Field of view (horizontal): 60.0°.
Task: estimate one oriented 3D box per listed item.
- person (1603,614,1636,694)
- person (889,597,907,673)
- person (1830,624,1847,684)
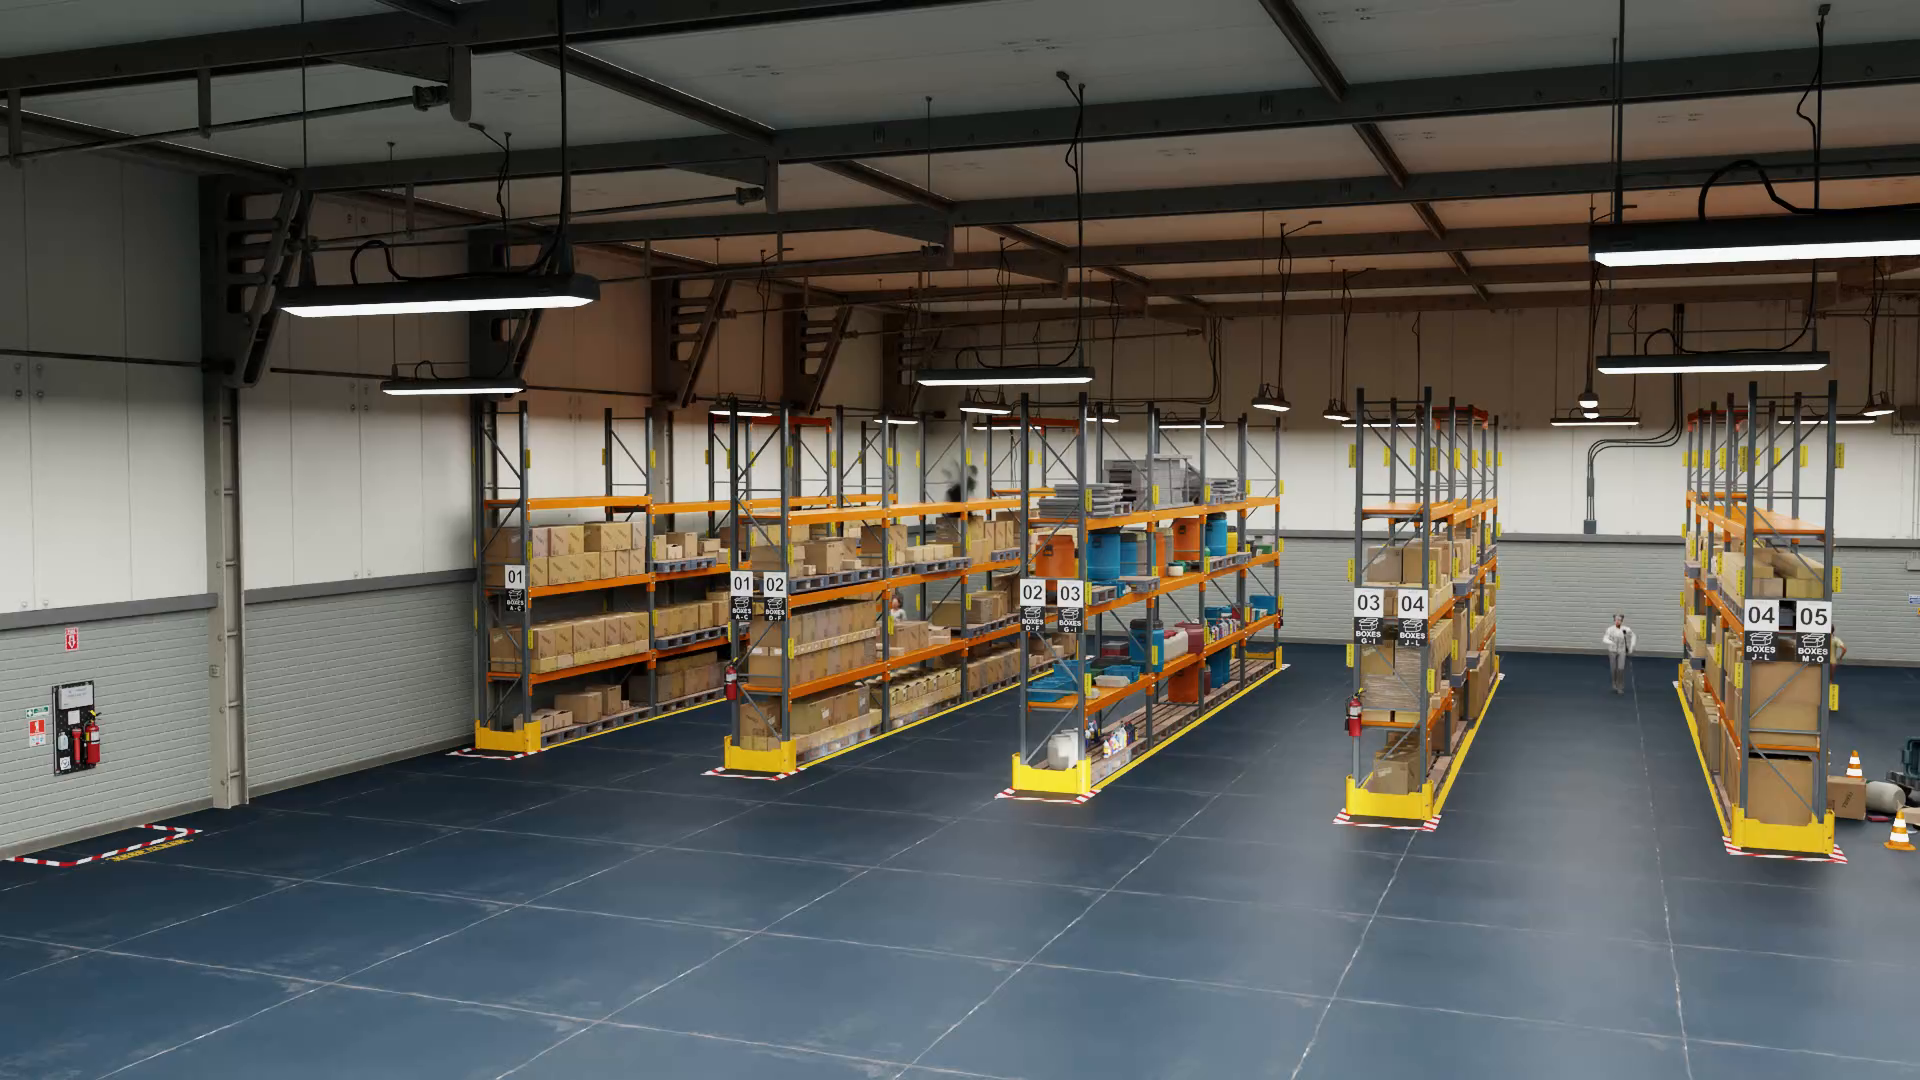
[{"bbox_3d":[14.104,2.450,35.606,0.625,1.762,0.727,1,3,28],"label":"person"},{"bbox_3d":[-1.409,2.126,36.342,0.548,1.768,0.686,1,3,17],"label":"person"},{"bbox_3d":[17.513,2.511,33.558,0.575,1.652,0.970,1,3,13],"label":"person"}]
